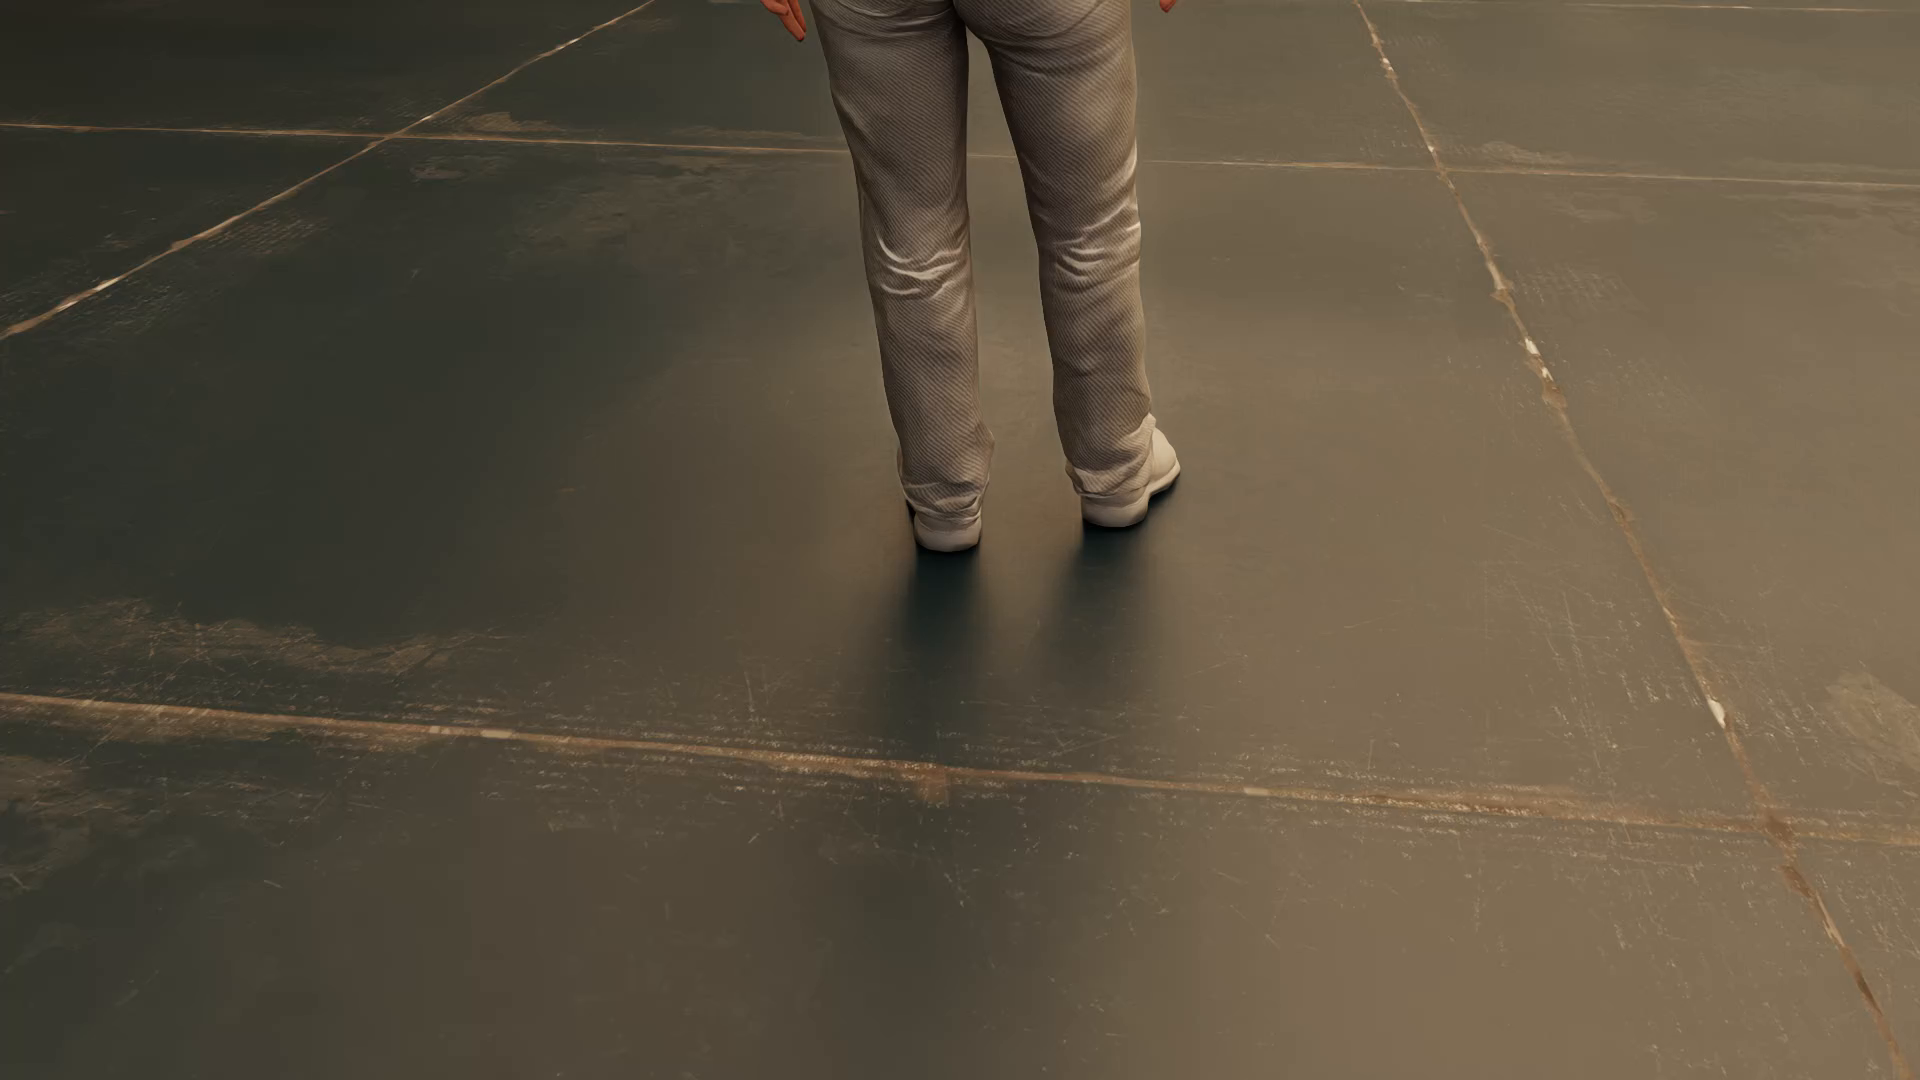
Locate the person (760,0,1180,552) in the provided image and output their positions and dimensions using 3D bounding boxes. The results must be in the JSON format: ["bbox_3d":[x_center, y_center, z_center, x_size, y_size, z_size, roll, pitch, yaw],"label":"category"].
[{"bbox_3d":[0.017,-0.828,2.157,0.632,1.773,0.564,3,27,7],"label":"person"}]
